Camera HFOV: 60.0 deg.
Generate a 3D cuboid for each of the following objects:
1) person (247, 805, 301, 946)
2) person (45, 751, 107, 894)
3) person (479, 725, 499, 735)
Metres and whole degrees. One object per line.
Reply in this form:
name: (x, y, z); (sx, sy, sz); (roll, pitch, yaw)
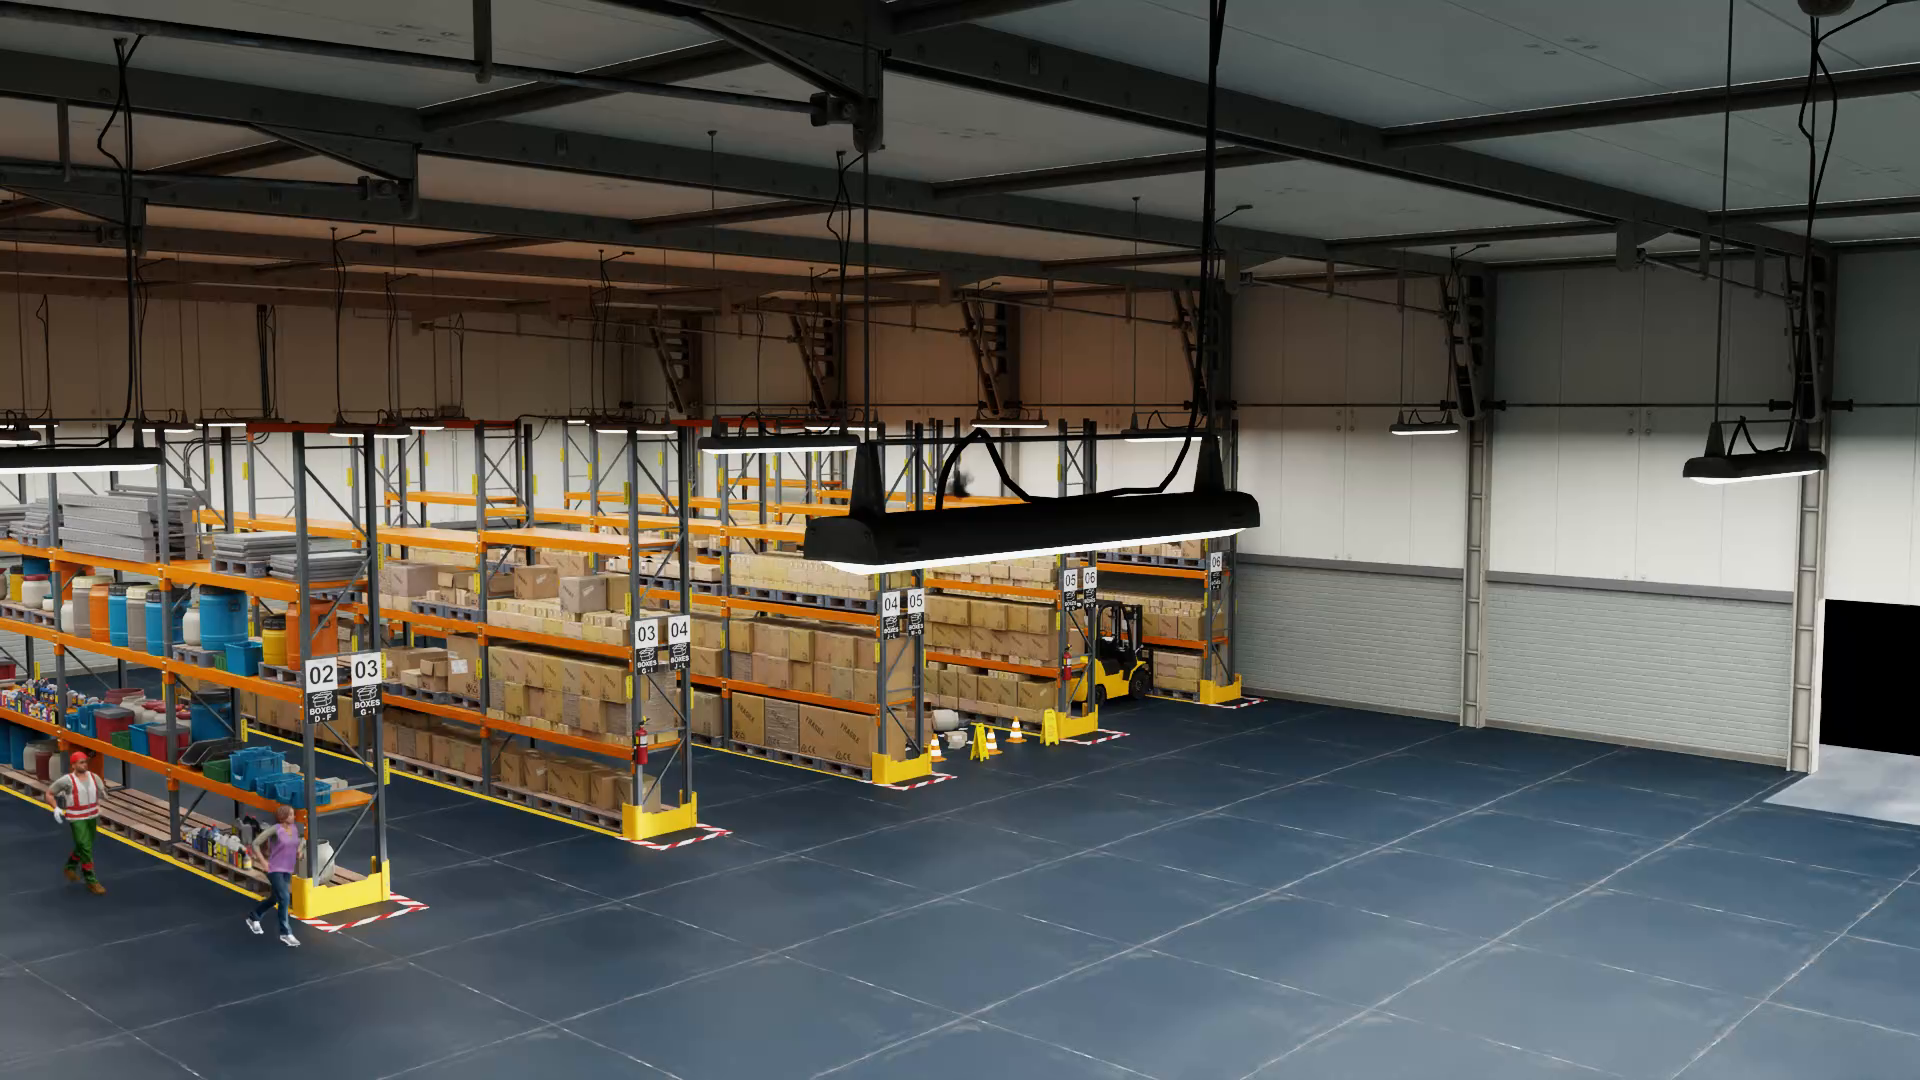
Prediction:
person: (-8.050, 3.930, 19.695); (0.858, 1.572, 0.561); (2, 5, 19)
person: (-11.416, 3.645, 21.618); (0.930, 1.810, 0.656); (2, 5, 23)
person: (-8.689, 2.981, 30.984); (0.547, 1.656, 0.618); (3, 6, 33)
